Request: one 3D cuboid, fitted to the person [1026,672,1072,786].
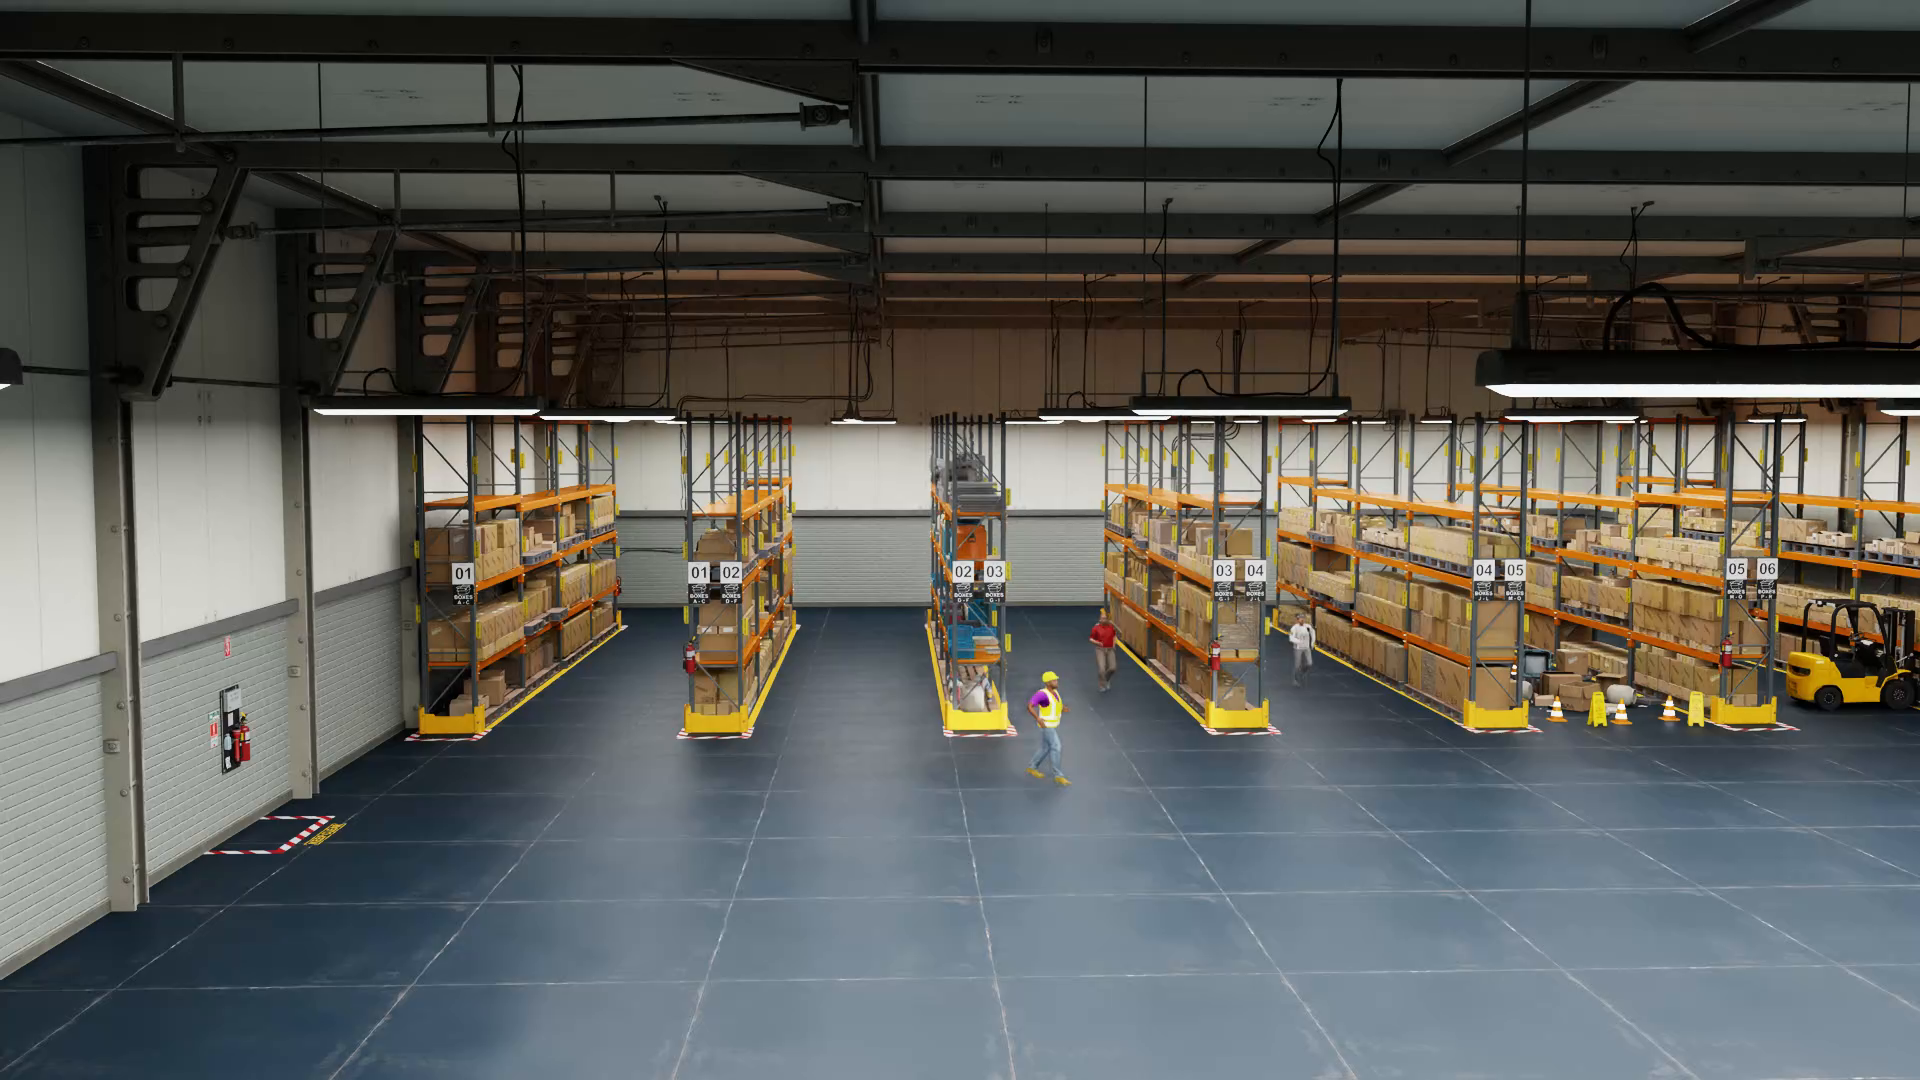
[{"bbox_3d":[1.439,3.005,26.697,0.827,1.793,0.687,2,4,23],"label":"person"}]

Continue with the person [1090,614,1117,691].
[{"bbox_3d":[3.140,2.435,35.821,0.650,1.688,0.602,-1,4,-15],"label":"person"}]

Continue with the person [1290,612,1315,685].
[{"bbox_3d":[7.539,2.390,36.559,0.631,1.650,0.780,0,4,-3],"label":"person"}]
